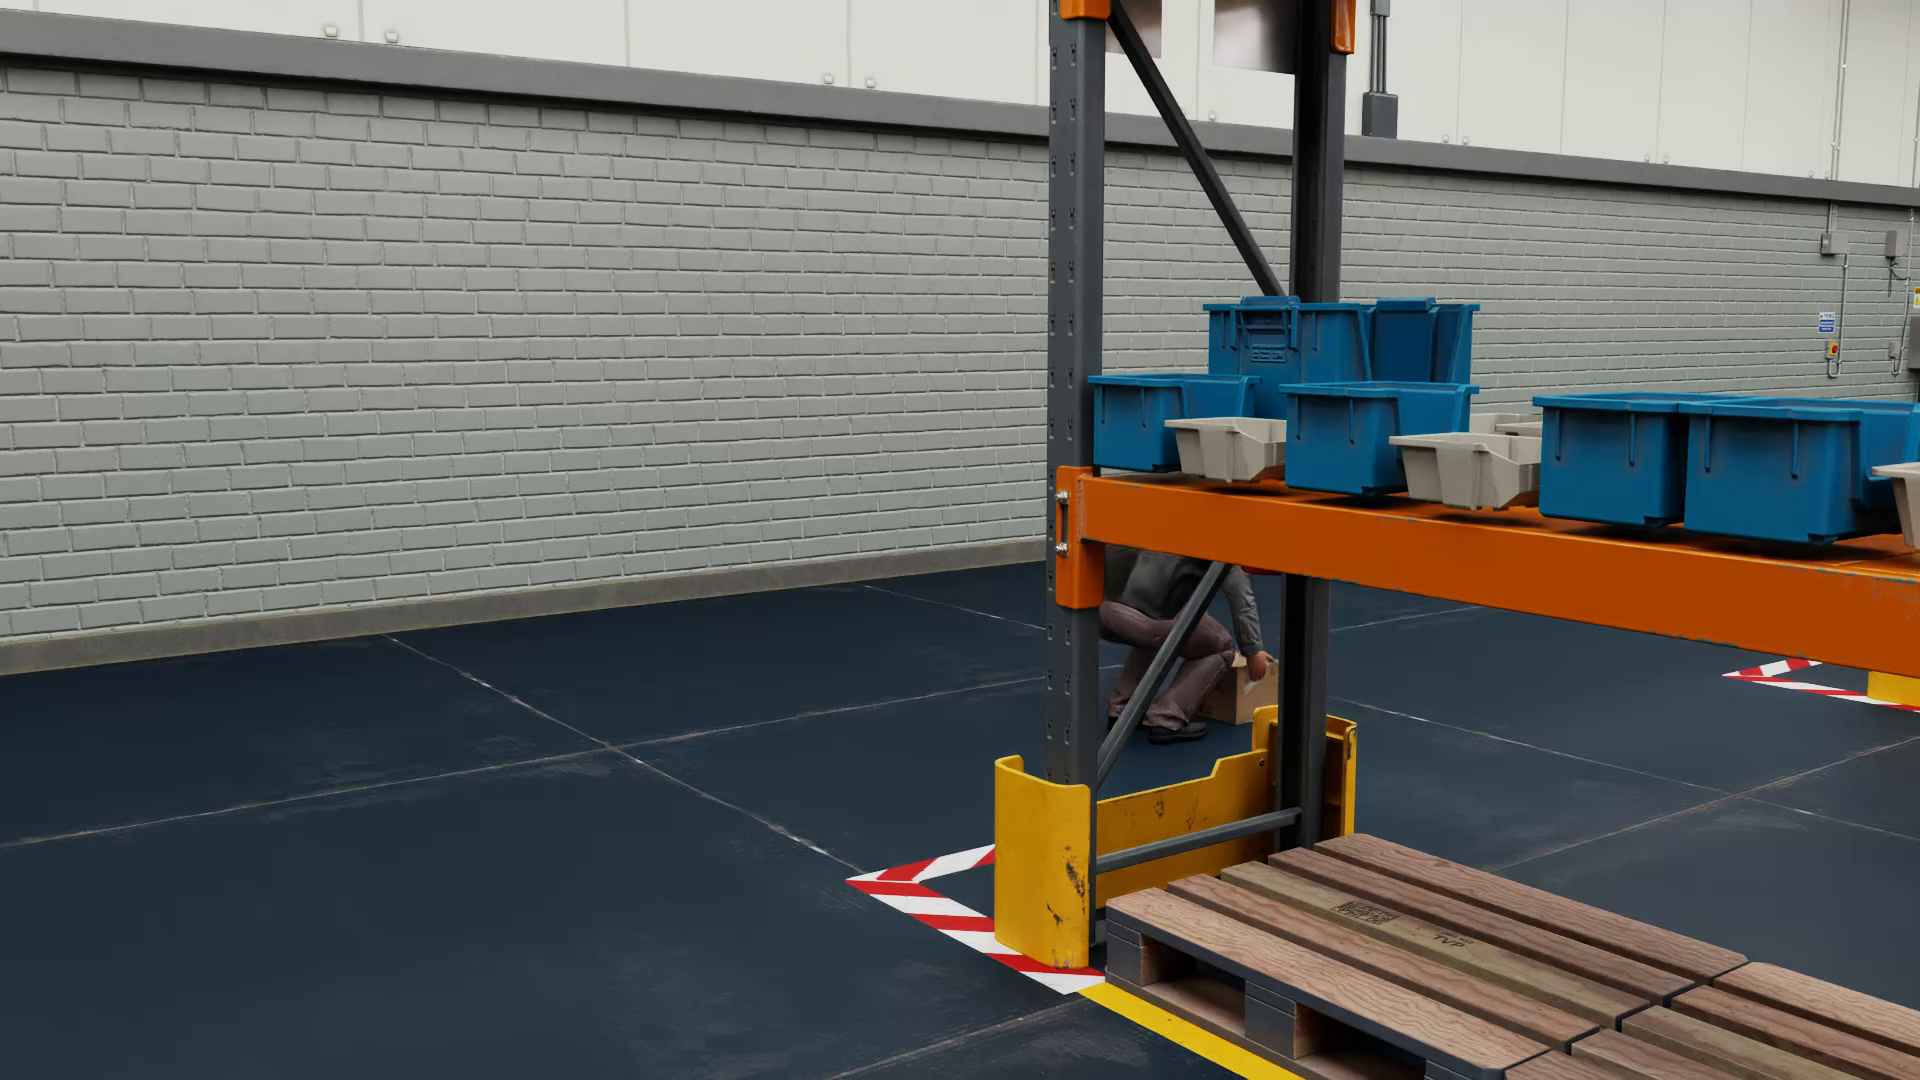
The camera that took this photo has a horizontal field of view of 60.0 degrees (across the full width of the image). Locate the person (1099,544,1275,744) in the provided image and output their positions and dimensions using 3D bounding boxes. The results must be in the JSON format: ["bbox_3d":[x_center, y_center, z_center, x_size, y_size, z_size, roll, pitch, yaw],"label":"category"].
[{"bbox_3d":[0.873,0.290,6.929,0.853,1.008,0.553,-6,10,-36],"label":"person"}]
